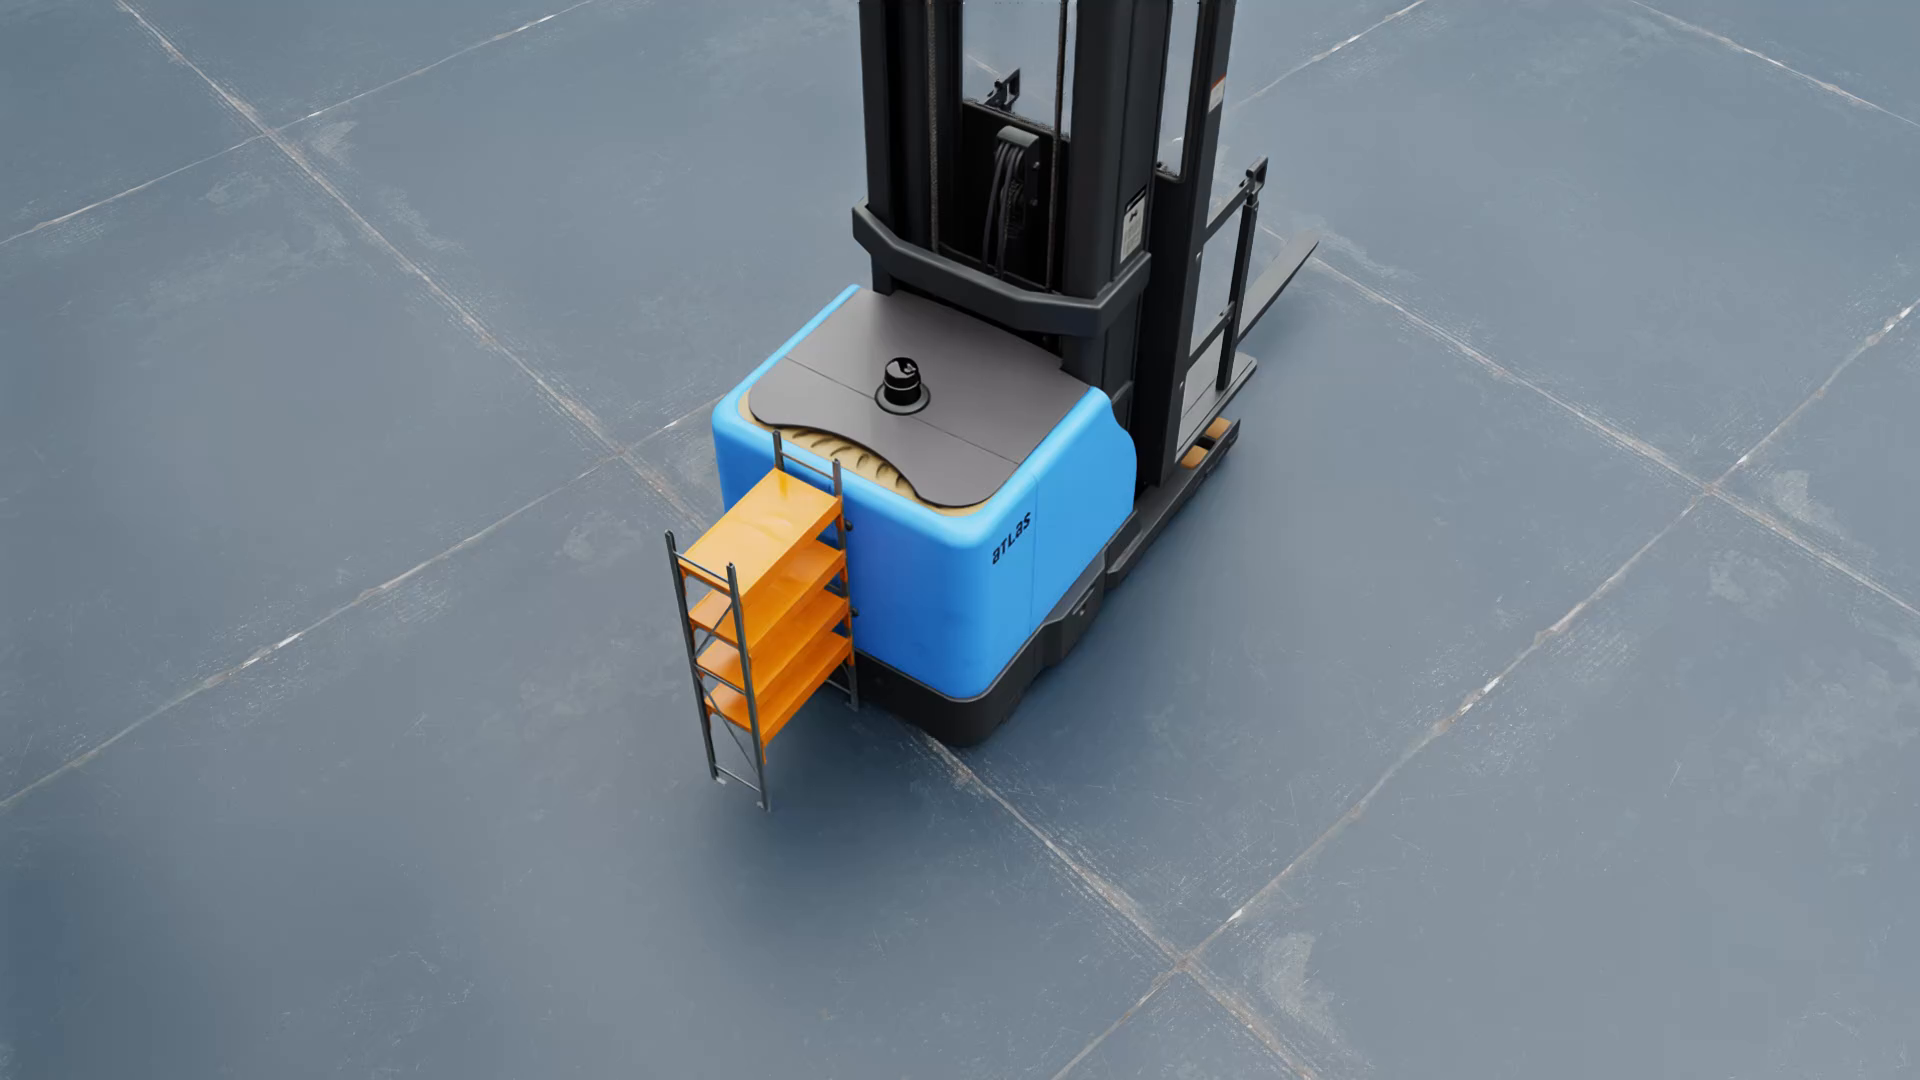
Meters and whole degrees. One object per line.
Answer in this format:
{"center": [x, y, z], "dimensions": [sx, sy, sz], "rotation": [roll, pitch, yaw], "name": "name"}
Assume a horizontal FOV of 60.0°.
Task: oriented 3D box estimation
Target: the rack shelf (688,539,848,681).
{"center": [-0.586, 0.174, 5.060], "dimensions": [0.258, 0.148, 0.480], "rotation": [26, 52, 22], "name": "rack shelf"}

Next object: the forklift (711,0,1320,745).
{"center": [0.438, -1.372, 5.522], "dimensions": [1.130, 2.935, 3.031], "rotation": [26, 52, 22], "name": "forklift"}

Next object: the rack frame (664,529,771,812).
{"center": [-0.721, 0.430, 5.037], "dimensions": [0.240, 1.200, 0.015], "rotation": [26, 52, 22], "name": "rack frame"}

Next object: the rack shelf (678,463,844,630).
{"center": [-0.586, 0.013, 4.886], "dimensions": [0.258, 0.148, 0.480], "rotation": [26, 52, 22], "name": "rack shelf"}

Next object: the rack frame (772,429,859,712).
{"center": [-0.451, 0.130, 5.313], "dimensions": [0.240, 1.200, 0.015], "rotation": [26, 52, 22], "name": "rack frame"}

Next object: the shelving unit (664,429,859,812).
{"center": [-0.586, 0.280, 5.175], "dimensions": [0.258, 1.200, 0.503], "rotation": [26, 52, 22], "name": "shelving unit"}

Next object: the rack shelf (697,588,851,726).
{"center": [-0.586, 0.326, 5.225], "dimensions": [0.258, 0.148, 0.480], "rotation": [26, 52, 22], "name": "rack shelf"}

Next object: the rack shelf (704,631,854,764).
{"center": [-0.586, 0.460, 5.371], "dimensions": [0.258, 0.148, 0.480], "rotation": [26, 52, 22], "name": "rack shelf"}
